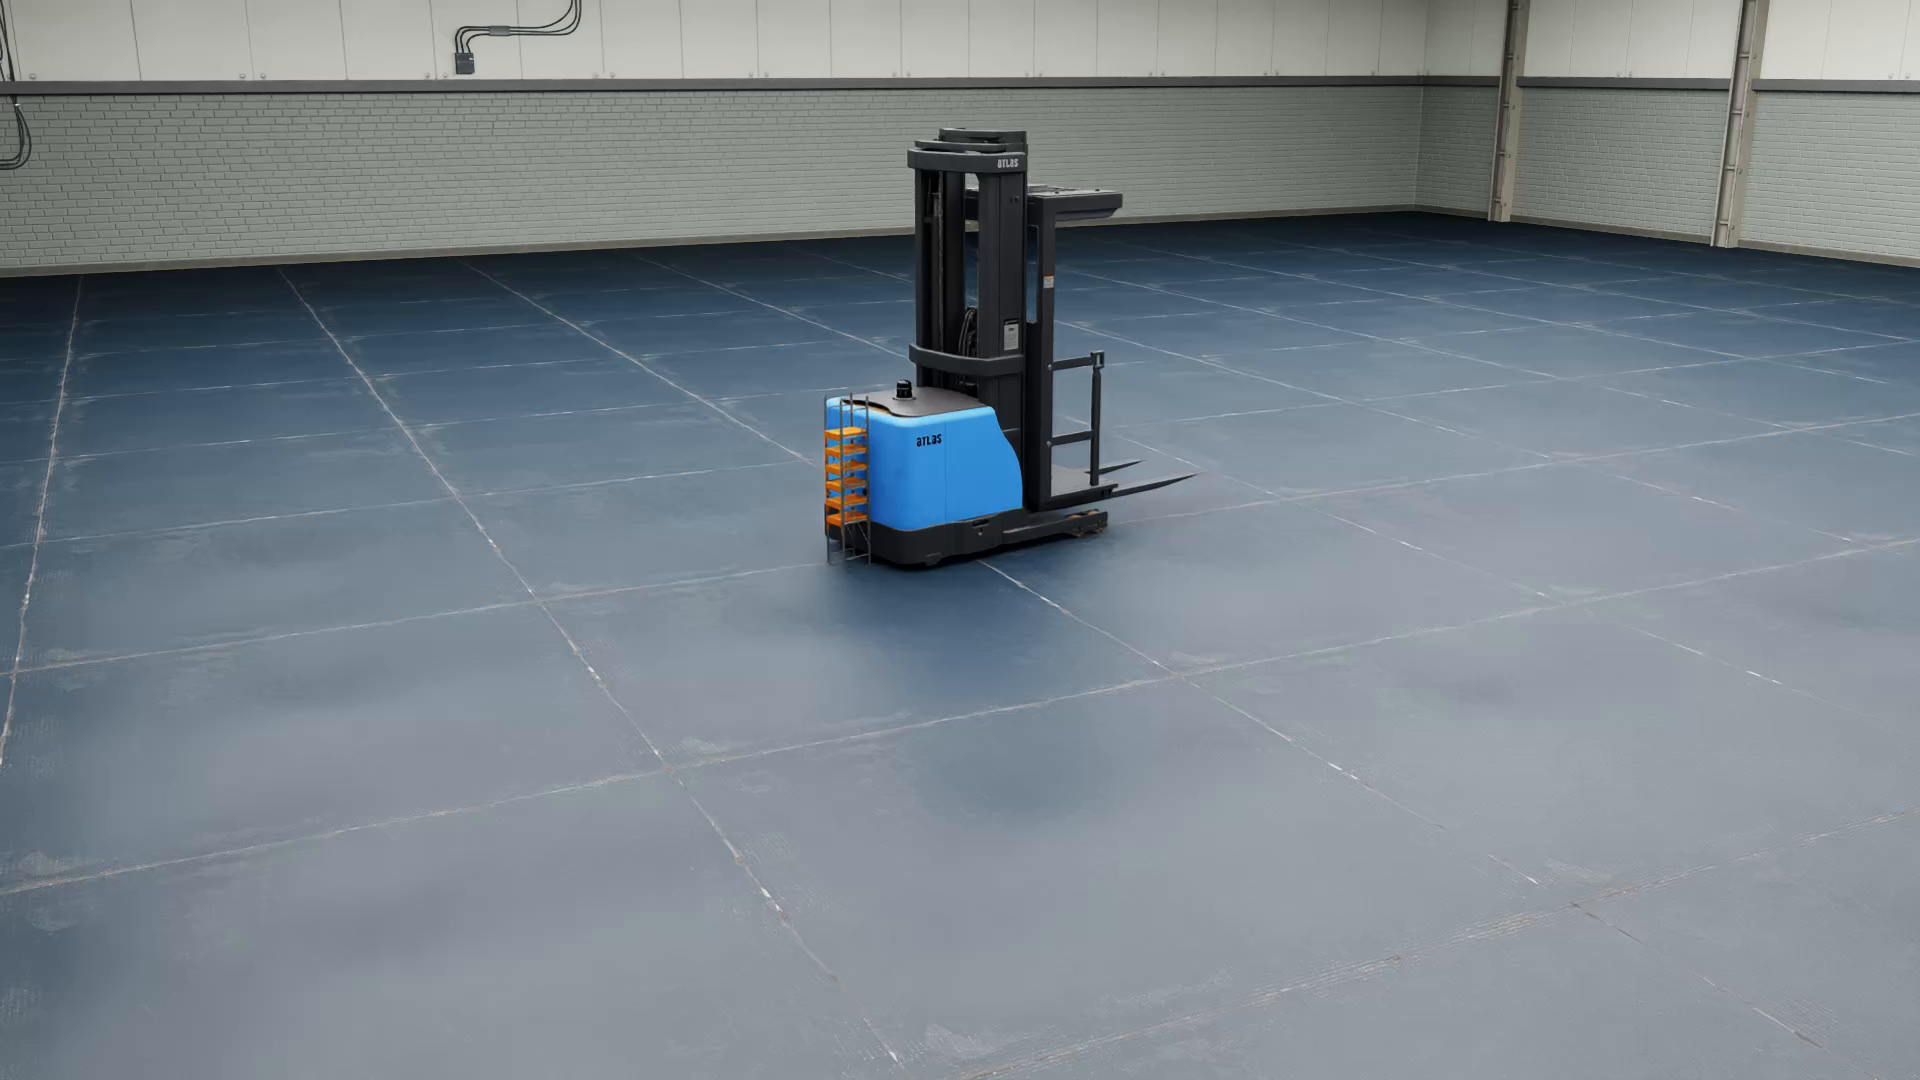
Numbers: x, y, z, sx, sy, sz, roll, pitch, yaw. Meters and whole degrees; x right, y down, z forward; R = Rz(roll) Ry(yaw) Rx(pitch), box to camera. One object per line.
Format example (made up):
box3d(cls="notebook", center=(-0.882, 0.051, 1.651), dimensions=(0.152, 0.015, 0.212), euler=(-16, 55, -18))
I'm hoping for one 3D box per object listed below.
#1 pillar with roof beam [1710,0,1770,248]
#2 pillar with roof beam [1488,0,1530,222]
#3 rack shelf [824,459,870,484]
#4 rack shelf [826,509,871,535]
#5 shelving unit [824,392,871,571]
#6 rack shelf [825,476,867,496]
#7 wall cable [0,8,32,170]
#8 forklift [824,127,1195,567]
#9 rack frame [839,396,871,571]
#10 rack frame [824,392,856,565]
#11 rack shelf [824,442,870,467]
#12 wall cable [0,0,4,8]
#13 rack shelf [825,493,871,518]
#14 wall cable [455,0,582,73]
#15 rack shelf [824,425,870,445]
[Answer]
box3d(cls="pillar with roof beam", center=(10.759, -9.424, 28.775), dimensions=(9.100, 9.000, 0.400), euler=(-8, 18, -25))
box3d(cls="pillar with roof beam", center=(8.131, -10.911, 33.959), dimensions=(9.100, 9.000, 0.400), euler=(-8, 18, -25))
box3d(cls="rack shelf", center=(-0.775, -0.473, 11.451), dimensions=(0.258, 0.103, 0.180), euler=(-13, 20, -38))
box3d(cls="rack shelf", center=(-0.775, -0.127, 11.551), dimensions=(0.258, 0.103, 0.180), euler=(-13, 20, -38))
box3d(cls="shelving unit", center=(-0.775, -0.401, 11.472), dimensions=(0.258, 1.200, 0.189), euler=(-13, 20, -38))
box3d(cls="rack shelf", center=(-0.775, -0.358, 11.484), dimensions=(0.258, 0.103, 0.180), euler=(-13, 20, -38))
box3d(cls="wall cable", center=(-16.417, -7.023, 26.038), dimensions=(3.097, 2.526, 0.112), euler=(-8, 18, -25))
box3d(cls="forklift", center=(0.485, -1.531, 12.273), dimensions=(3.031, 2.935, 1.130), euler=(-12, 20, -37))
box3d(cls="rack frame", center=(-0.717, -0.381, 11.404), dimensions=(0.240, 1.200, 0.006), euler=(-13, 20, -38))
box3d(cls="rack frame", center=(-0.834, -0.420, 11.540), dimensions=(0.240, 1.200, 0.006), euler=(-13, 20, -38))
box3d(cls="rack shelf", center=(-0.775, -0.589, 11.418), dimensions=(0.258, 0.103, 0.180), euler=(-13, 20, -38))
box3d(cls="wall cable", center=(-13.986, -9.777, 26.481), dimensions=(3.097, 2.526, 0.112), euler=(-8, 18, -25))
box3d(cls="rack shelf", center=(-0.775, -0.243, 11.517), dimensions=(0.258, 0.103, 0.180), euler=(-13, 20, -38))
box3d(cls="wall cable", center=(-7.877, -11.293, 29.125), dimensions=(2.305, 6.003, 0.169), euler=(-8, 18, -25))
box3d(cls="rack shelf", center=(-0.775, -0.704, 11.385), dimensions=(0.258, 0.103, 0.180), euler=(-13, 20, -38))
